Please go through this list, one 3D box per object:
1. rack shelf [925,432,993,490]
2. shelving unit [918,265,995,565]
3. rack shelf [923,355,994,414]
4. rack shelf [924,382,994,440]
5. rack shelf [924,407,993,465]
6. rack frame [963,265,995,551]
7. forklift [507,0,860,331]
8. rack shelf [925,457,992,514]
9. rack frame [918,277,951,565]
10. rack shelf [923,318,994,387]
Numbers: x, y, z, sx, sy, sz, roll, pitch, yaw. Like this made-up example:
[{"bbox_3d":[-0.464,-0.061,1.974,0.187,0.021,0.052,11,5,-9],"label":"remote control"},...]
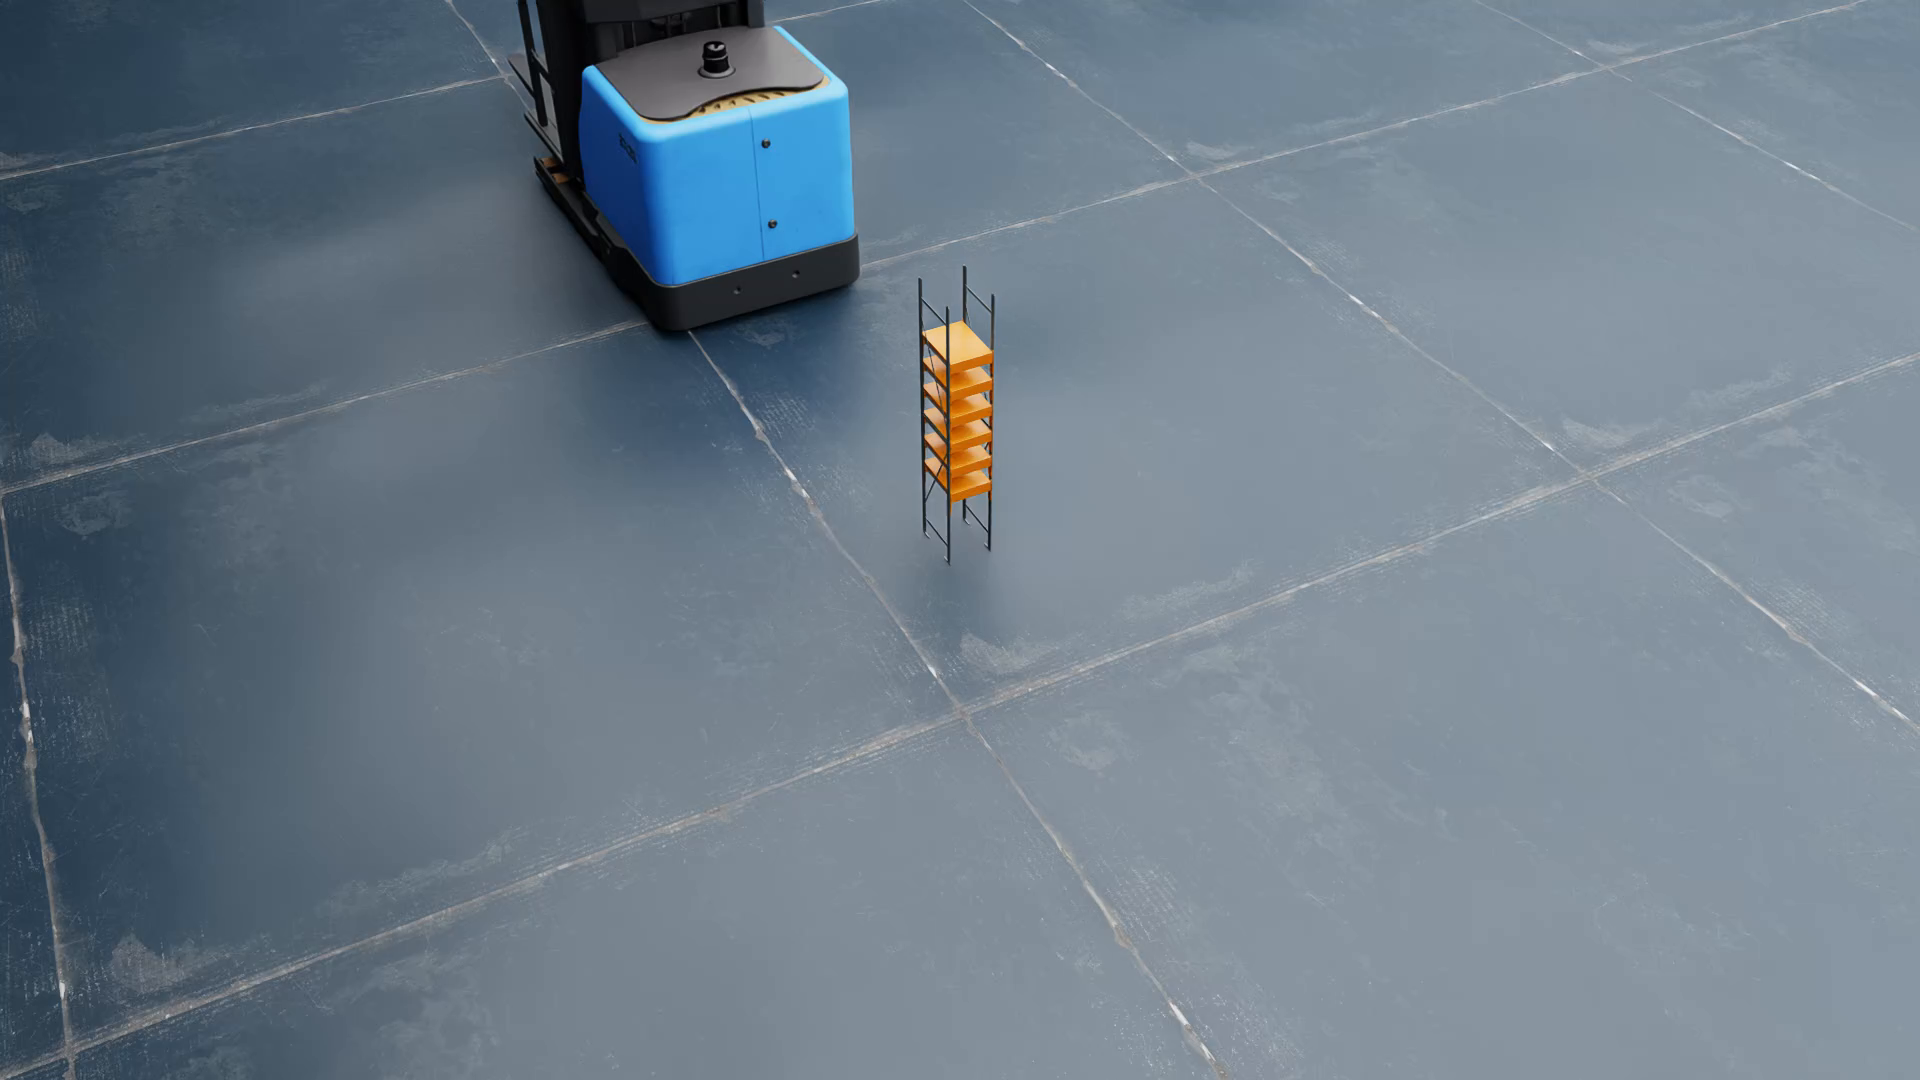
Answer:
[{"bbox_3d":[-0.013,-0.328,6.463,0.180,0.103,0.258,-19,44,-21],"label":"rack shelf"},{"bbox_3d":[-0.013,-0.454,6.357,0.189,1.200,0.258,-19,44,-21],"label":"shelving unit"},{"bbox_3d":[-0.013,-0.603,6.231,0.180,0.103,0.258,-19,44,-21],"label":"rack shelf"},{"bbox_3d":[-0.013,-0.511,6.308,0.180,0.103,0.258,-19,44,-21],"label":"rack shelf"},{"bbox_3d":[-0.013,-0.420,6.386,0.180,0.103,0.258,-19,44,-21],"label":"rack shelf"},{"bbox_3d":[0.068,-0.481,6.390,0.006,1.200,0.240,-19,44,-21],"label":"rack frame"},{"bbox_3d":[-1.639,-3.041,8.074,1.130,2.935,3.031,-19,44,-21],"label":"forklift"},{"bbox_3d":[-0.013,-0.237,6.541,0.180,0.103,0.258,-19,44,-21],"label":"rack shelf"},{"bbox_3d":[-0.094,-0.426,6.325,0.006,1.200,0.240,-19,44,-21],"label":"rack frame"},{"bbox_3d":[-0.013,-0.694,6.153,0.180,0.103,0.258,-19,44,-21],"label":"rack shelf"}]
